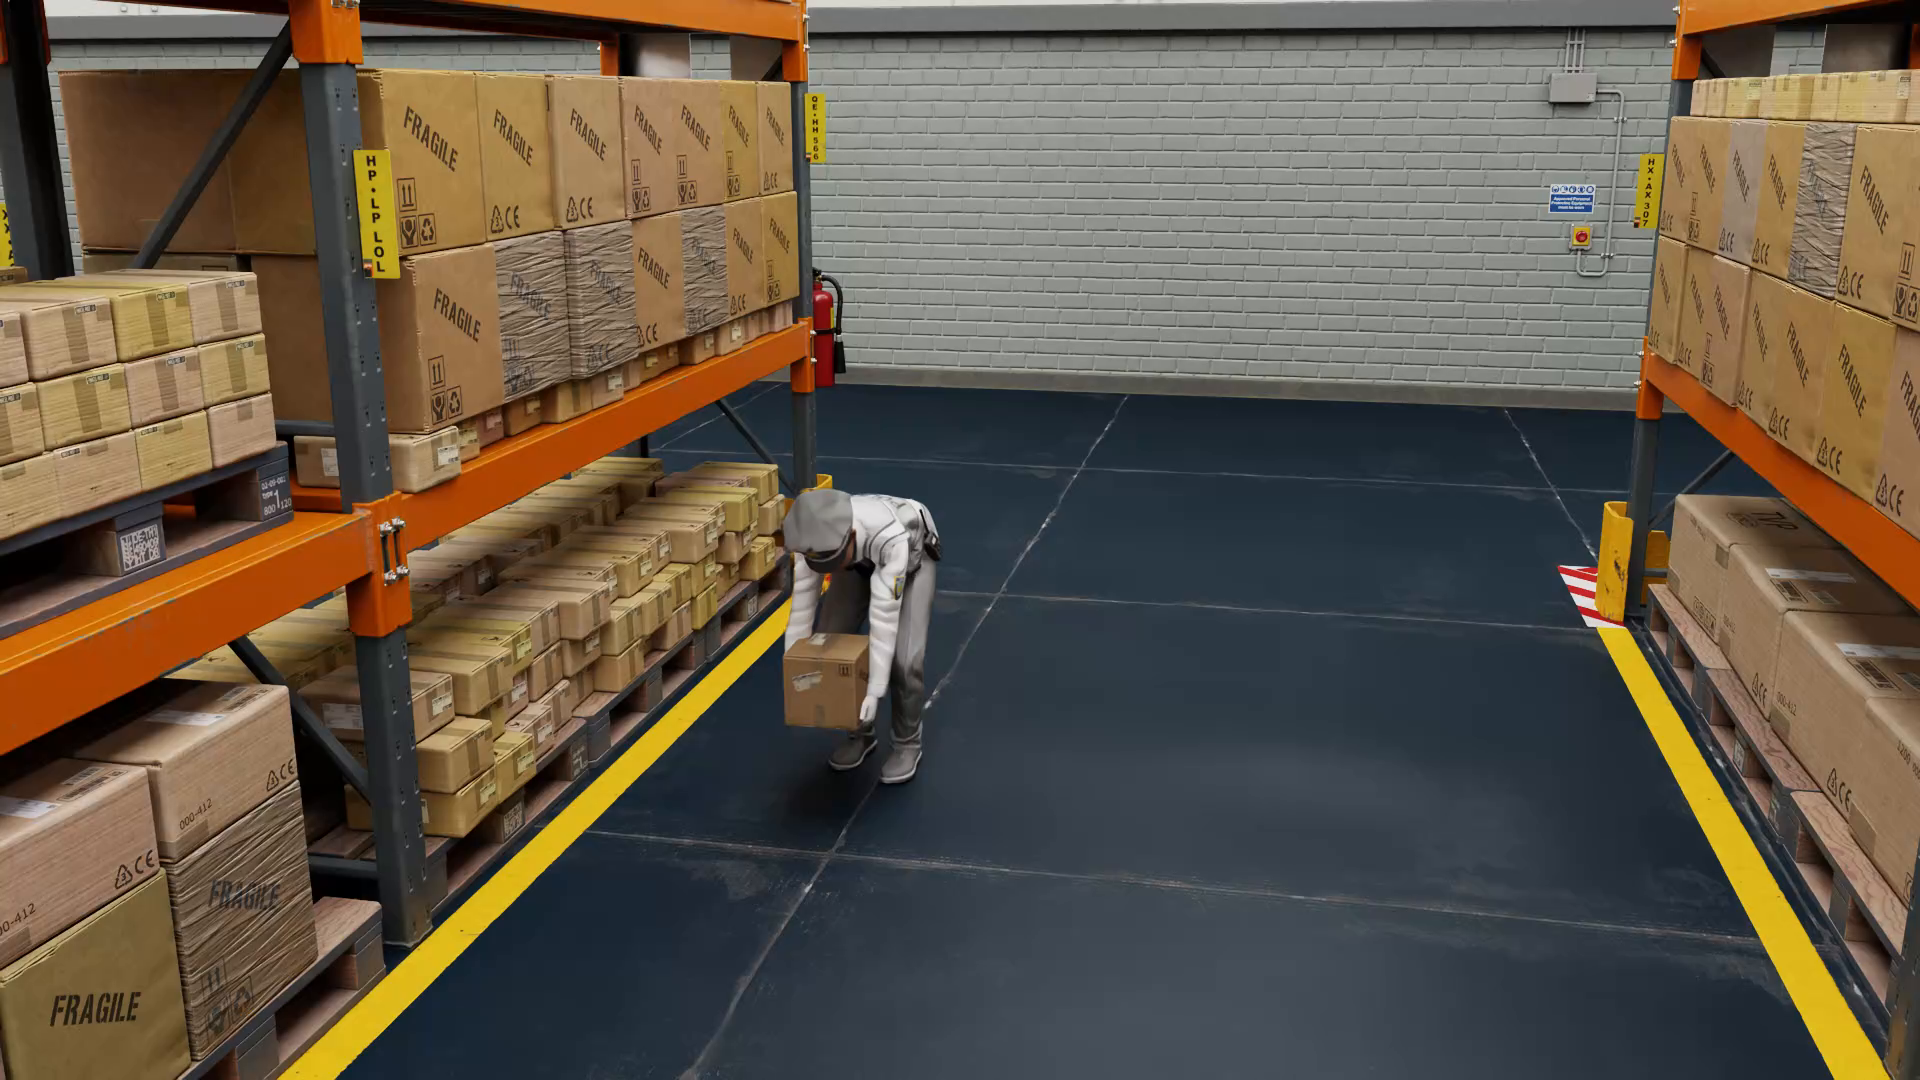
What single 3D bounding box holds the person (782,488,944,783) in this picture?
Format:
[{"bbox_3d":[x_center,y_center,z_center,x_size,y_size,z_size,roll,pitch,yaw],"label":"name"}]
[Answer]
[{"bbox_3d":[-0.353,0.318,5.828,0.434,1.146,0.914,5,16,18],"label":"person"}]
